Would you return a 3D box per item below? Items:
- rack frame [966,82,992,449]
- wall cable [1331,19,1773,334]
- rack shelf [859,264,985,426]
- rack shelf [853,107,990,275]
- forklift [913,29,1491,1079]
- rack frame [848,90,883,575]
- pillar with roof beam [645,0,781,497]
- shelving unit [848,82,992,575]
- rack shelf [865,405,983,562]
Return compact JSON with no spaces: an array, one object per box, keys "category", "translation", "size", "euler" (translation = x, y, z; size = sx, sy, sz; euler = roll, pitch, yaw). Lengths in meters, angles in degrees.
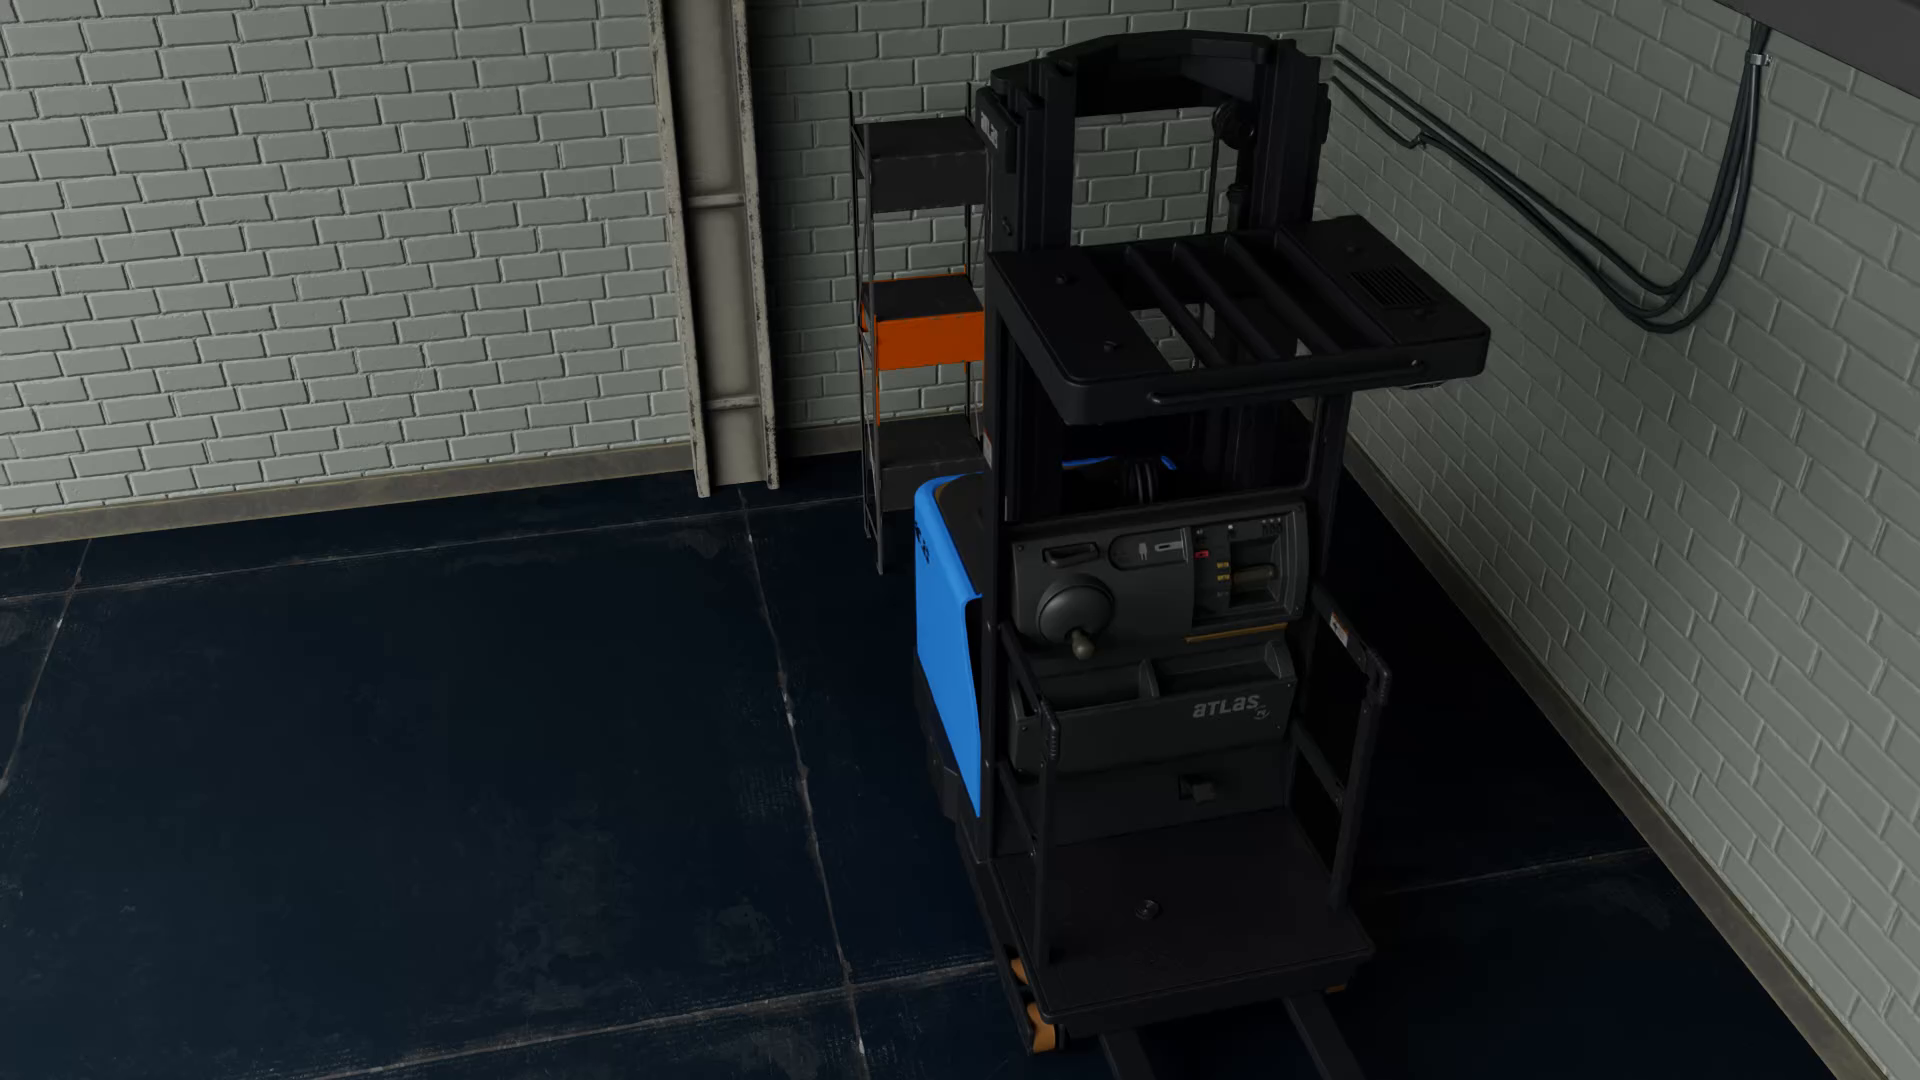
[{"category":"rack frame","translation":[0.077,-0.882,7.179],"size":[0.015,2.100,0.400],"euler":[-7,35,-11]},{"category":"wall cable","translation":[2.061,-2.404,6.043],"size":[0.112,2.526,3.097],"euler":[-7,35,-11]},{"category":"rack shelf","translation":[-0.161,-0.840,7.142],"size":[0.480,0.518,0.431],"euler":[-7,35,-11]},{"category":"rack shelf","translation":[-0.161,-1.421,6.752],"size":[0.480,0.518,0.431],"euler":[-7,35,-11]},{"category":"forklift","translation":[0.666,0.180,4.851],"size":[1.130,2.935,3.031],"euler":[-8,35,-12]},{"category":"rack frame","translation":[-0.399,-0.822,7.090],"size":[0.015,2.100,0.400],"euler":[-7,35,-11]},{"category":"pillar with roof beam","translation":[-0.155,-1.710,2.223],"size":[0.400,9.000,9.100],"euler":[-7,35,-11]},{"category":"shelving unit","translation":[-0.161,-0.852,7.135],"size":[0.503,2.100,0.431],"euler":[-7,35,-11]},{"category":"rack shelf","translation":[-0.161,-0.259,7.532],"size":[0.480,0.518,0.431],"euler":[-7,35,-11]}]
